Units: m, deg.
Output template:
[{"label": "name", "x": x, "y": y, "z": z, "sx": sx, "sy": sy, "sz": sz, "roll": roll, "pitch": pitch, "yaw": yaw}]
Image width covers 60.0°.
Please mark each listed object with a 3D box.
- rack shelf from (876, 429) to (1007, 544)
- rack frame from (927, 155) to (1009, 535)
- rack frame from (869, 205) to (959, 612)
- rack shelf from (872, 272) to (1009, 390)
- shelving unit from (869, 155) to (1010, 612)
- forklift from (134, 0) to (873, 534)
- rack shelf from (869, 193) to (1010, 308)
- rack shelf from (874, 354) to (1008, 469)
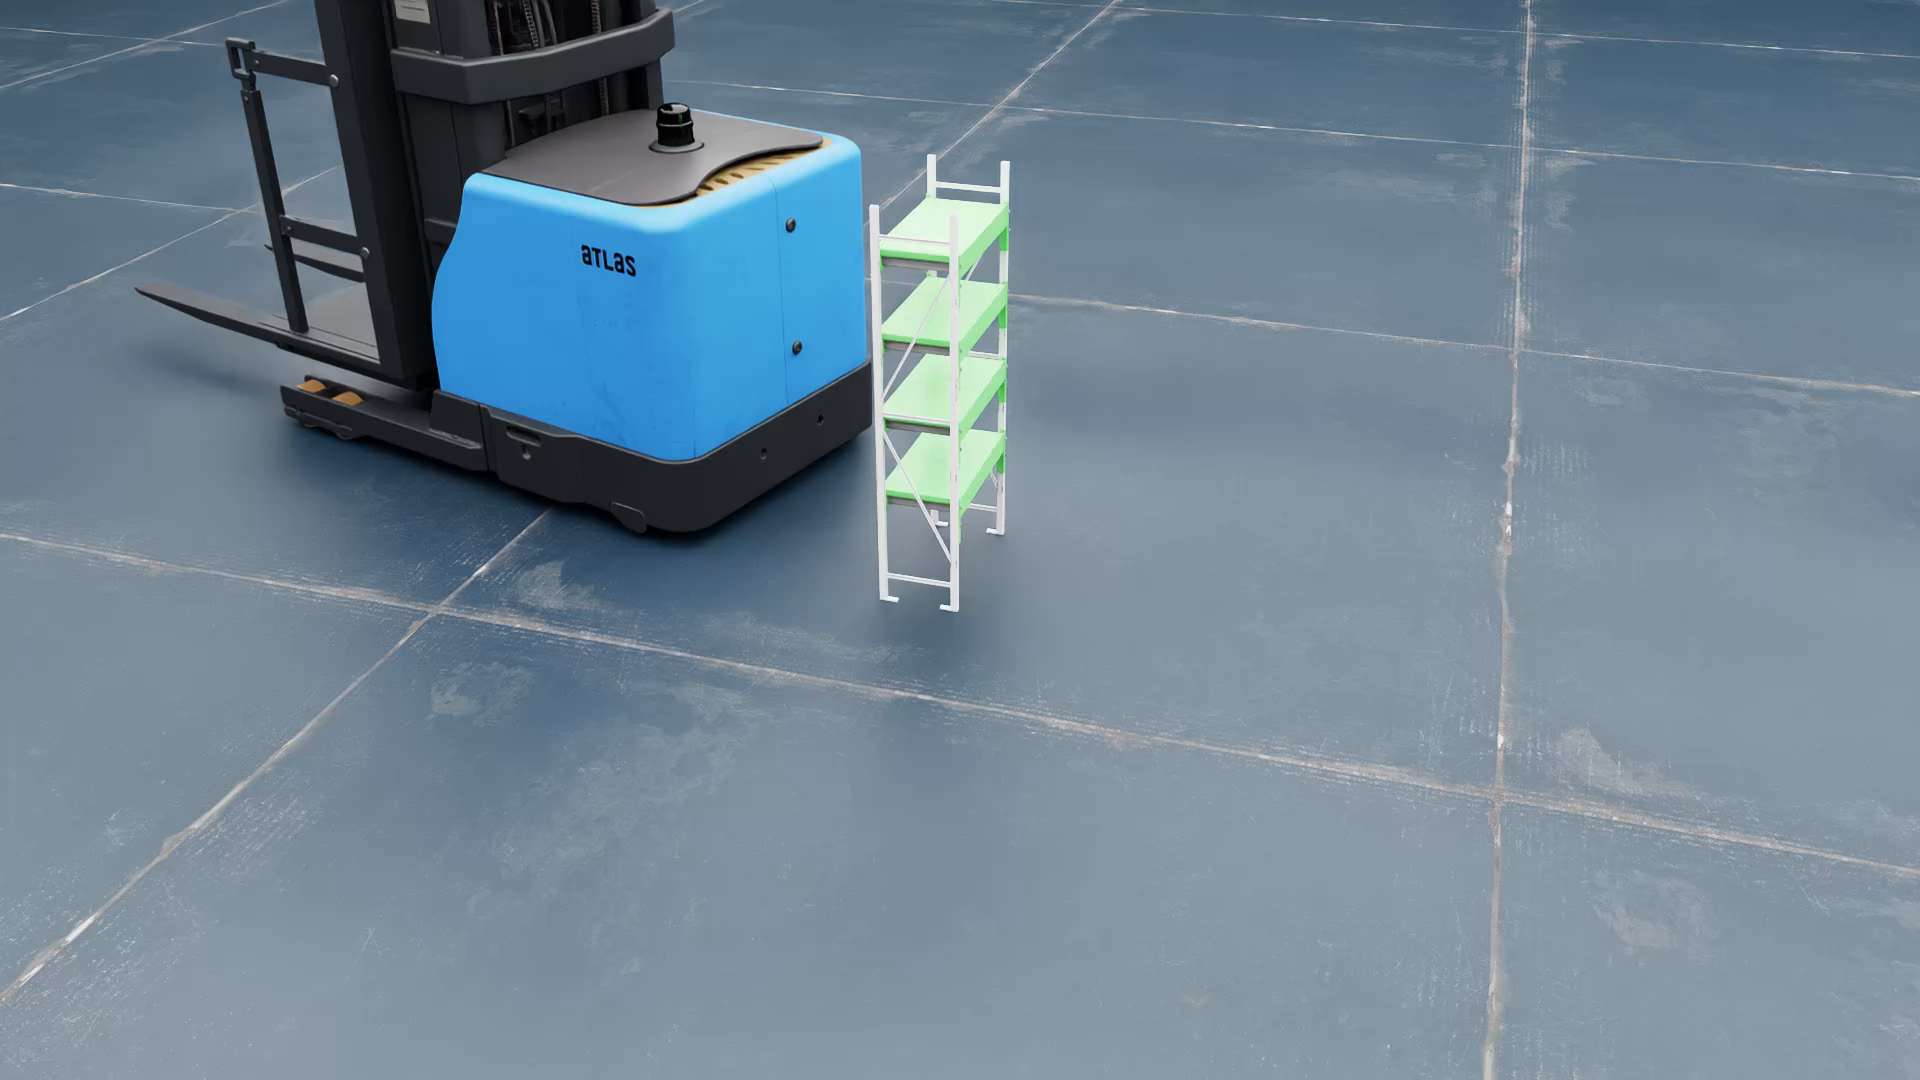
[{"label": "rack shelf", "x": -0.049, "y": -0.182, "z": 4.968, "sx": 0.258, "sy": 0.148, "sz": 0.480, "roll": 8, "pitch": 30, "yaw": 15}, {"label": "rack frame", "x": 0.023, "y": -0.561, "z": 5.024, "sx": 0.240, "sy": 1.200, "sz": 0.015, "roll": 8, "pitch": 30, "yaw": 15}, {"label": "rack frame", "x": -0.120, "y": -0.334, "z": 4.616, "sx": 0.240, "sy": 1.200, "sz": 0.015, "roll": 8, "pitch": 30, "yaw": 15}, {"label": "rack shelf", "x": -0.049, "y": -0.601, "z": 4.734, "sx": 0.258, "sy": 0.148, "sz": 0.480, "roll": 8, "pitch": 30, "yaw": 15}, {"label": "shelving unit", "x": -0.049, "y": -0.447, "z": 4.820, "sx": 0.258, "sy": 1.200, "sz": 0.503, "roll": 8, "pitch": 30, "yaw": 15}, {"label": "forklift", "x": -1.824, "y": -1.832, "z": 5.528, "sx": 3.031, "sy": 2.935, "sz": 1.130, "roll": 17, "pitch": 33, "yaw": 28}, {"label": "rack shelf", "x": -0.049, "y": -0.811, "z": 4.618, "sx": 0.258, "sy": 0.148, "sz": 0.480, "roll": 8, "pitch": 30, "yaw": 15}, {"label": "rack shelf", "x": -0.049, "y": -0.392, "z": 4.851, "sx": 0.258, "sy": 0.148, "sz": 0.480, "roll": 8, "pitch": 30, "yaw": 15}]
